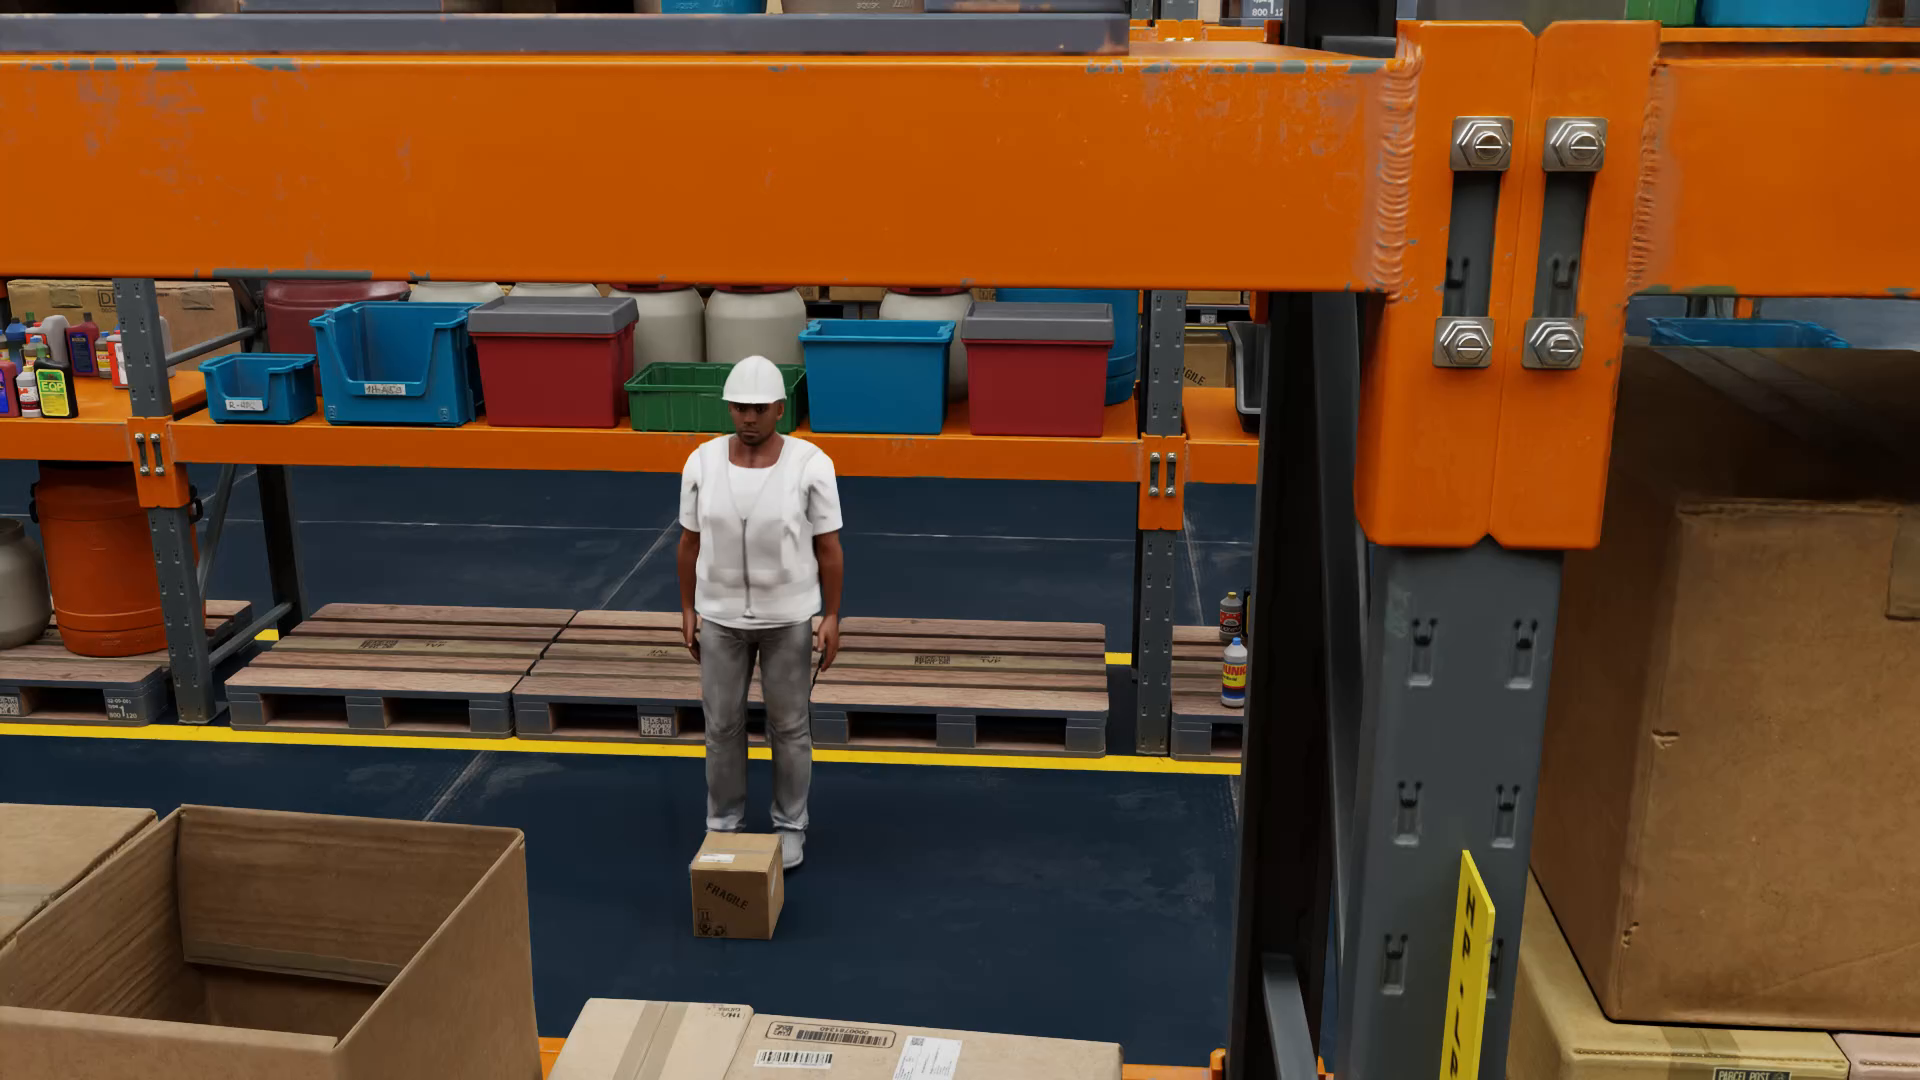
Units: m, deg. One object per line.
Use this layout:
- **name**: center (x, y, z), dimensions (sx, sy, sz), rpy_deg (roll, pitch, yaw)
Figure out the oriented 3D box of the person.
- **person**: center (-0.686, 0.277, 5.651), dimensions (0.577, 1.795, 0.426), rpy_deg (1, 17, 5)
